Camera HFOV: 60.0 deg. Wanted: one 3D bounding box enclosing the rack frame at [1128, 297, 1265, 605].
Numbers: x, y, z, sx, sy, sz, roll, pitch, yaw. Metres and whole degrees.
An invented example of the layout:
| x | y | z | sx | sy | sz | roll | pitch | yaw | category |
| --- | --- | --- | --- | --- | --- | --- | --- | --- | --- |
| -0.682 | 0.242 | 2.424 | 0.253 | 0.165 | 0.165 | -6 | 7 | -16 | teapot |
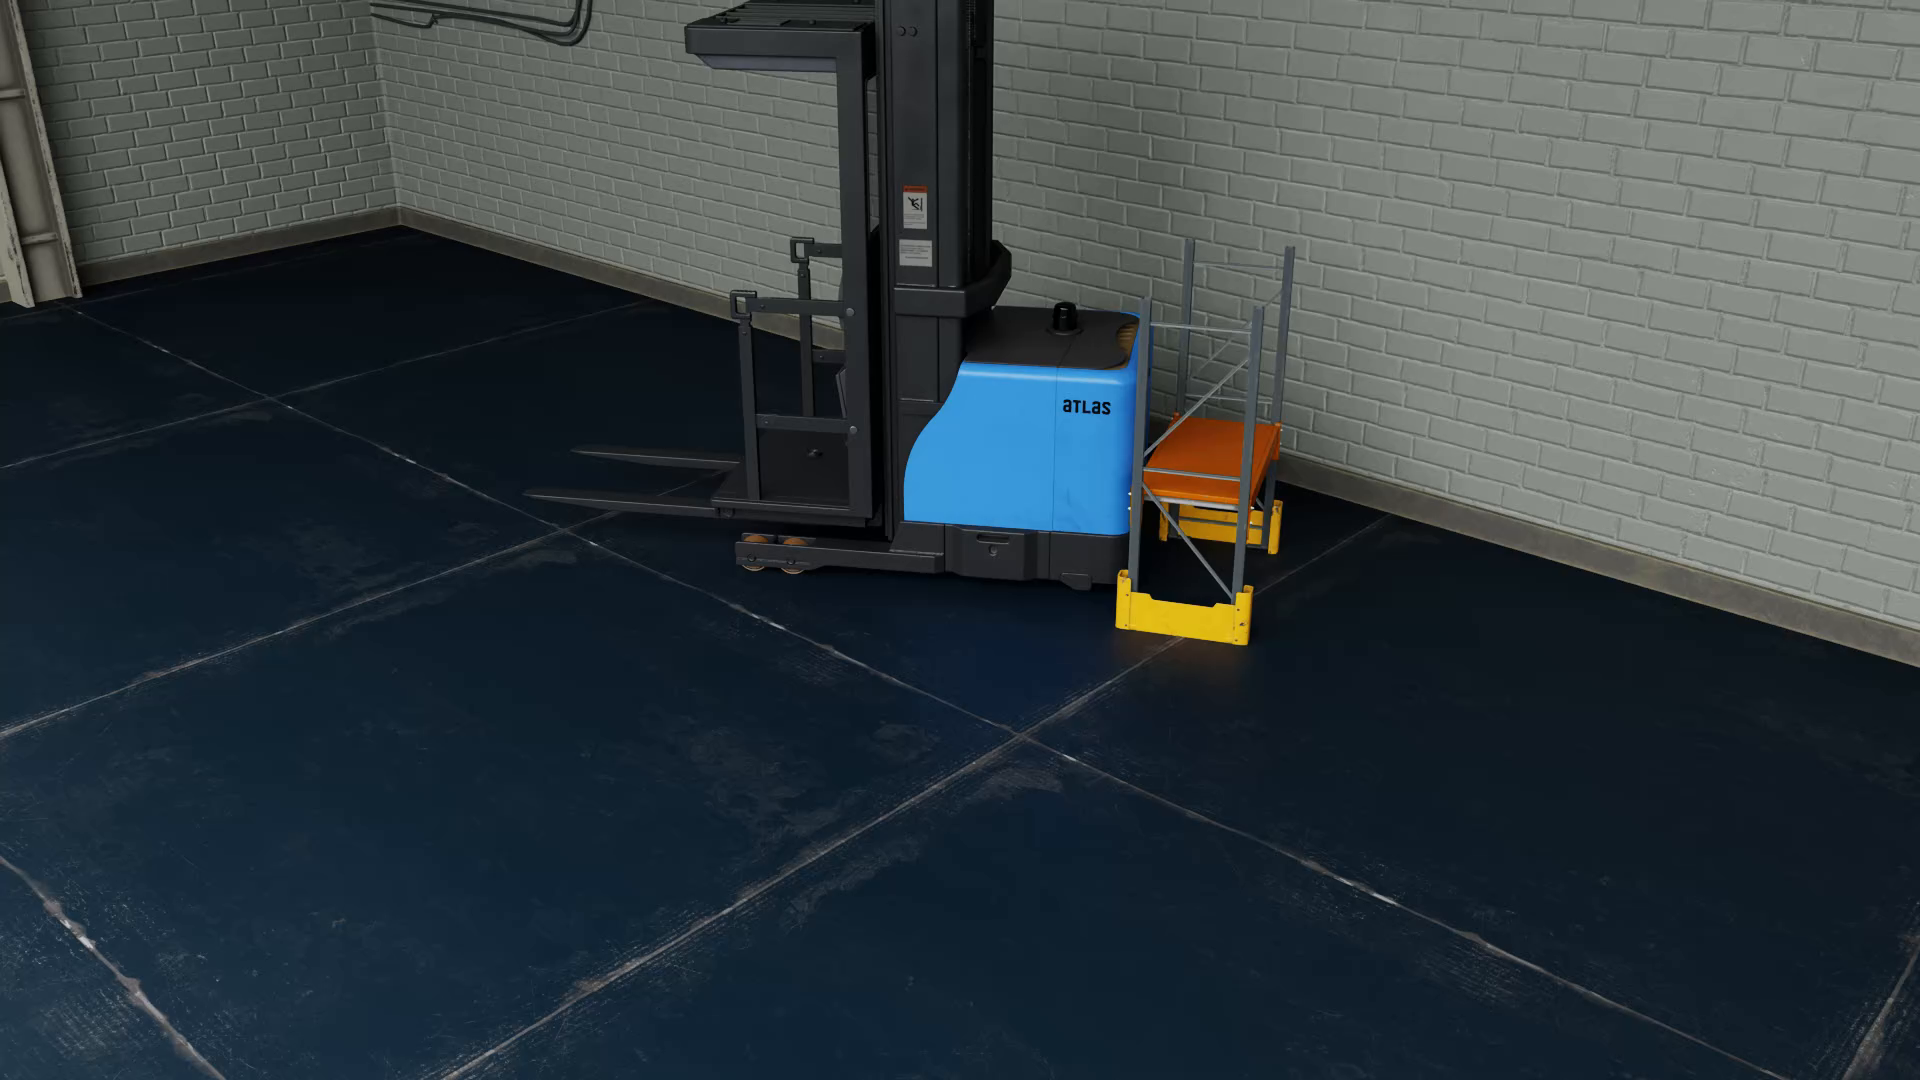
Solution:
| x | y | z | sx | sy | sz | roll | pitch | yaw | category |
| --- | --- | --- | --- | --- | --- | --- | --- | --- | --- |
| 0.979 | -0.276 | 7.031 | 0.500 | 1.500 | 0.032 | 7 | 25 | 16 | rack frame |

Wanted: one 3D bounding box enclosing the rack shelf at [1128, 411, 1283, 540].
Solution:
| x | y | z | sx | sy | sz | roll | pitch | yaw | category |
| --- | --- | --- | --- | --- | --- | --- | --- | --- | --- |
| 1.130 | -0.310 | 7.548 | 0.538 | 0.185 | 1.000 | 7 | 25 | 16 | rack shelf |

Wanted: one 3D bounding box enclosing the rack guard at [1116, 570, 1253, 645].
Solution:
| x | y | z | sx | sy | sz | roll | pitch | yaw | category |
| --- | --- | --- | --- | --- | --- | --- | --- | --- | --- |
| 0.980 | 0.294 | 7.288 | 0.587 | 0.250 | 0.087 | 7 | 25 | 16 | rack guard |

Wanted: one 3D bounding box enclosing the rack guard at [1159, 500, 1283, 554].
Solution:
| x | y | z | sx | sy | sz | roll | pitch | yaw | category |
| --- | --- | --- | --- | --- | --- | --- | --- | --- | --- |
| 1.275 | -0.095 | 8.156 | 0.587 | 0.250 | 0.087 | 7 | 25 | 16 | rack guard |

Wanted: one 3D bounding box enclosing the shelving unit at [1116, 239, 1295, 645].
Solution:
| x | y | z | sx | sy | sz | roll | pitch | yaw | category |
| --- | --- | --- | --- | --- | --- | --- | --- | --- | --- |
| 1.127 | -0.471 | 7.467 | 0.587 | 1.500 | 1.083 | 7 | 25 | 16 | shelving unit |

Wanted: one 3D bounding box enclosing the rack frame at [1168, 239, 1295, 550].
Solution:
| x | y | z | sx | sy | sz | roll | pitch | yaw | category |
| --- | --- | --- | --- | --- | --- | --- | --- | --- | --- |
| 1.280 | -0.673 | 7.918 | 0.500 | 1.500 | 0.032 | 7 | 25 | 16 | rack frame |

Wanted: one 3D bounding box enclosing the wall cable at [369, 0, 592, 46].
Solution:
| x | y | z | sx | sy | sz | roll | pitch | yaw | category |
| --- | --- | --- | --- | --- | --- | --- | --- | --- | --- |
| -3.751 | -5.001 | 12.199 | 3.097 | 2.526 | 0.112 | 20 | 31 | 38 | wall cable |

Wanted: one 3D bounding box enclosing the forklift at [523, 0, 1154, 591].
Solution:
| x | y | z | sx | sy | sz | roll | pitch | yaw | category |
| --- | --- | --- | --- | --- | --- | --- | --- | --- | --- |
| -0.613 | -1.383 | 7.752 | 3.031 | 2.935 | 1.130 | 4 | 25 | 9 | forklift |

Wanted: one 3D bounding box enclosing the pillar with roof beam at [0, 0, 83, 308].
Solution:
| x | y | z | sx | sy | sz | roll | pitch | yaw | category |
| --- | --- | --- | --- | --- | --- | --- | --- | --- | --- |
| -3.496 | -4.706 | 7.746 | 9.100 | 9.000 | 0.400 | 20 | 31 | 38 | pillar with roof beam |
